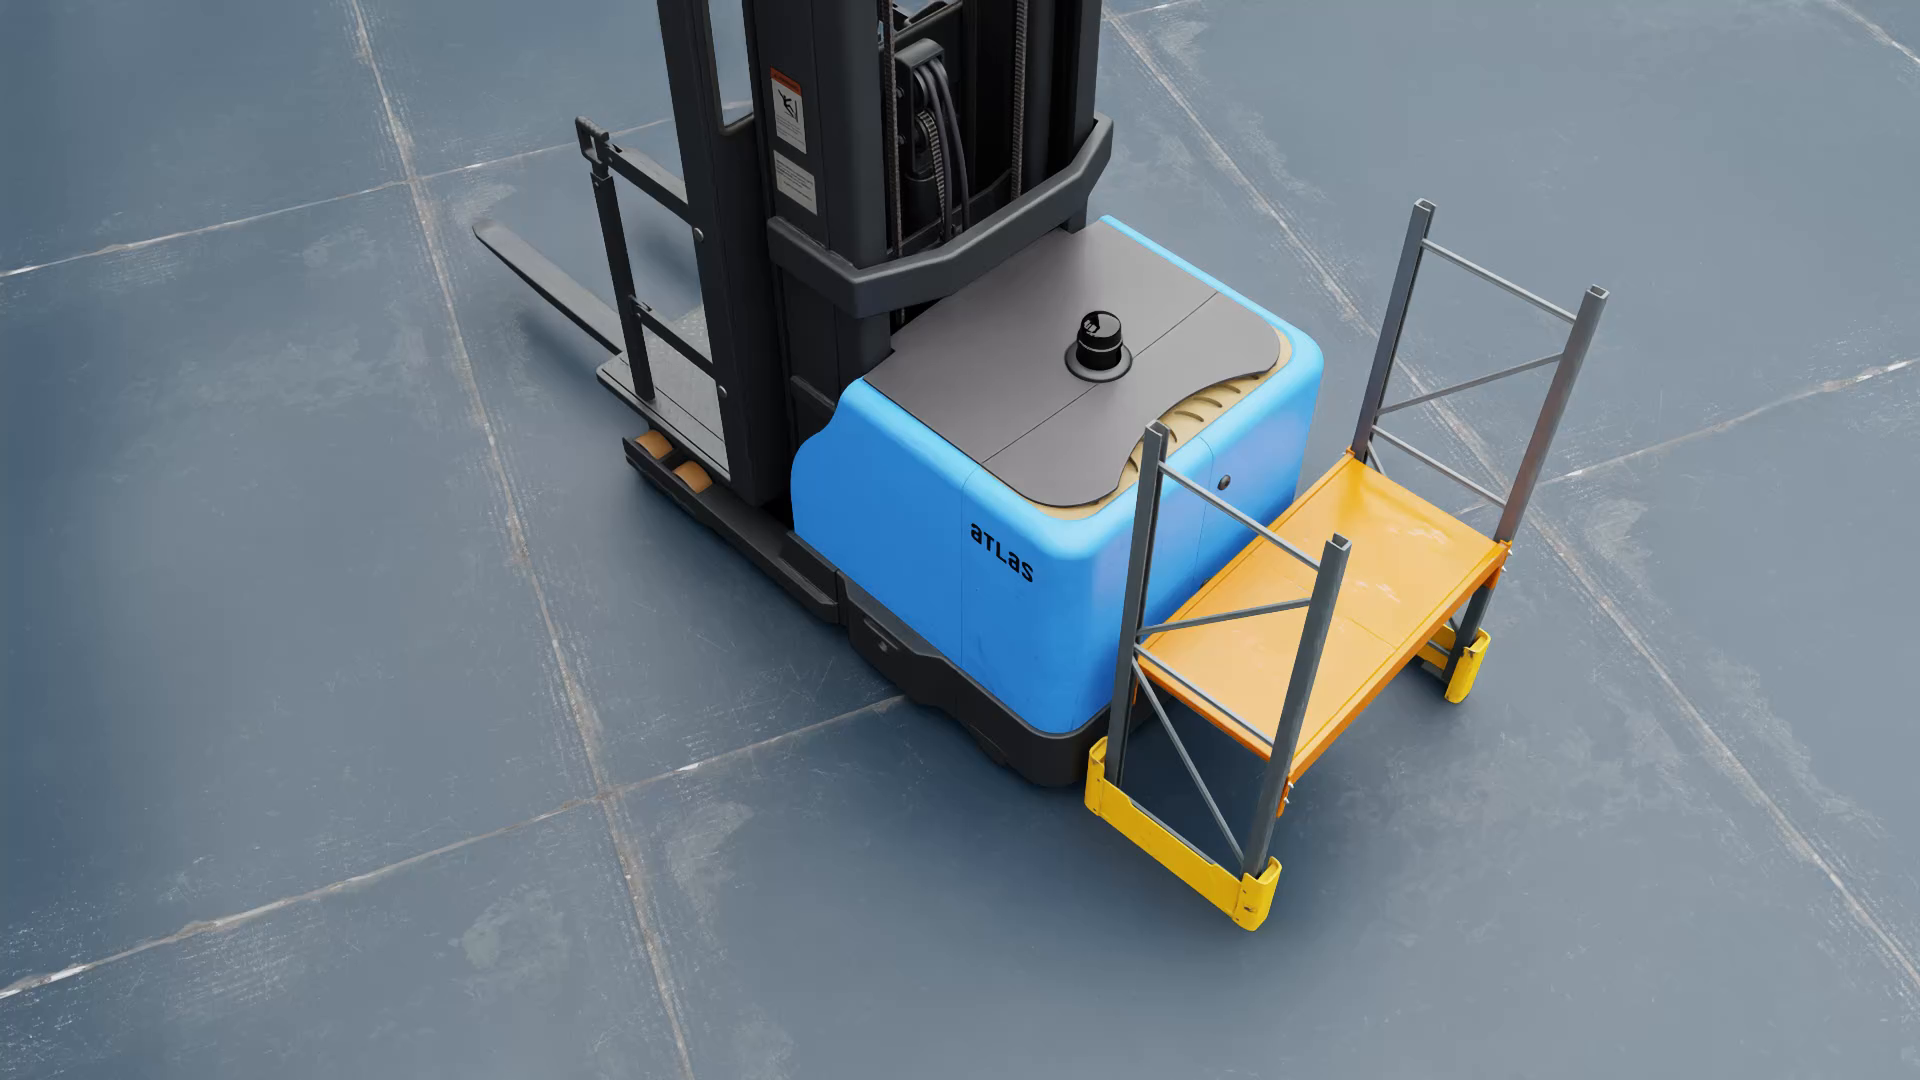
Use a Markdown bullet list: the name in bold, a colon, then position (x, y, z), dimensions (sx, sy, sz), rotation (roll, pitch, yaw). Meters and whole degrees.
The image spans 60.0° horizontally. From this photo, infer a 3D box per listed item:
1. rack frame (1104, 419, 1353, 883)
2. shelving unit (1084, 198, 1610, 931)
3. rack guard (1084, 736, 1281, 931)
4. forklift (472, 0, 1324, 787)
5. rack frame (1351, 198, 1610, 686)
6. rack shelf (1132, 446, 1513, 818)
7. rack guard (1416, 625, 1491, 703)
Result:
- **rack frame**: position (0.579, 0.371, 3.942), dimensions (0.500, 1.500, 0.032), rotation (35, 58, 26)
- **shelving unit**: position (0.920, 0.095, 4.179), dimensions (0.587, 1.500, 1.083), rotation (35, 58, 26)
- **rack guard**: position (0.579, 0.777, 4.417), dimensions (0.587, 0.250, 0.087), rotation (35, 58, 26)
- **forklift**: position (-0.438, -1.291, 4.426), dimensions (1.130, 2.935, 3.031), rotation (-37, 59, -27)
- **rack frame**: position (1.274, -0.192, 4.426), dimensions (0.500, 1.500, 0.032), rotation (35, 58, 26)
- **rack shelf**: position (0.926, 0.207, 4.320), dimensions (0.538, 0.185, 1.000), rotation (35, 58, 26)
- **rack guard**: position (1.260, 0.226, 4.891), dimensions (0.587, 0.250, 0.087), rotation (35, 58, 26)
